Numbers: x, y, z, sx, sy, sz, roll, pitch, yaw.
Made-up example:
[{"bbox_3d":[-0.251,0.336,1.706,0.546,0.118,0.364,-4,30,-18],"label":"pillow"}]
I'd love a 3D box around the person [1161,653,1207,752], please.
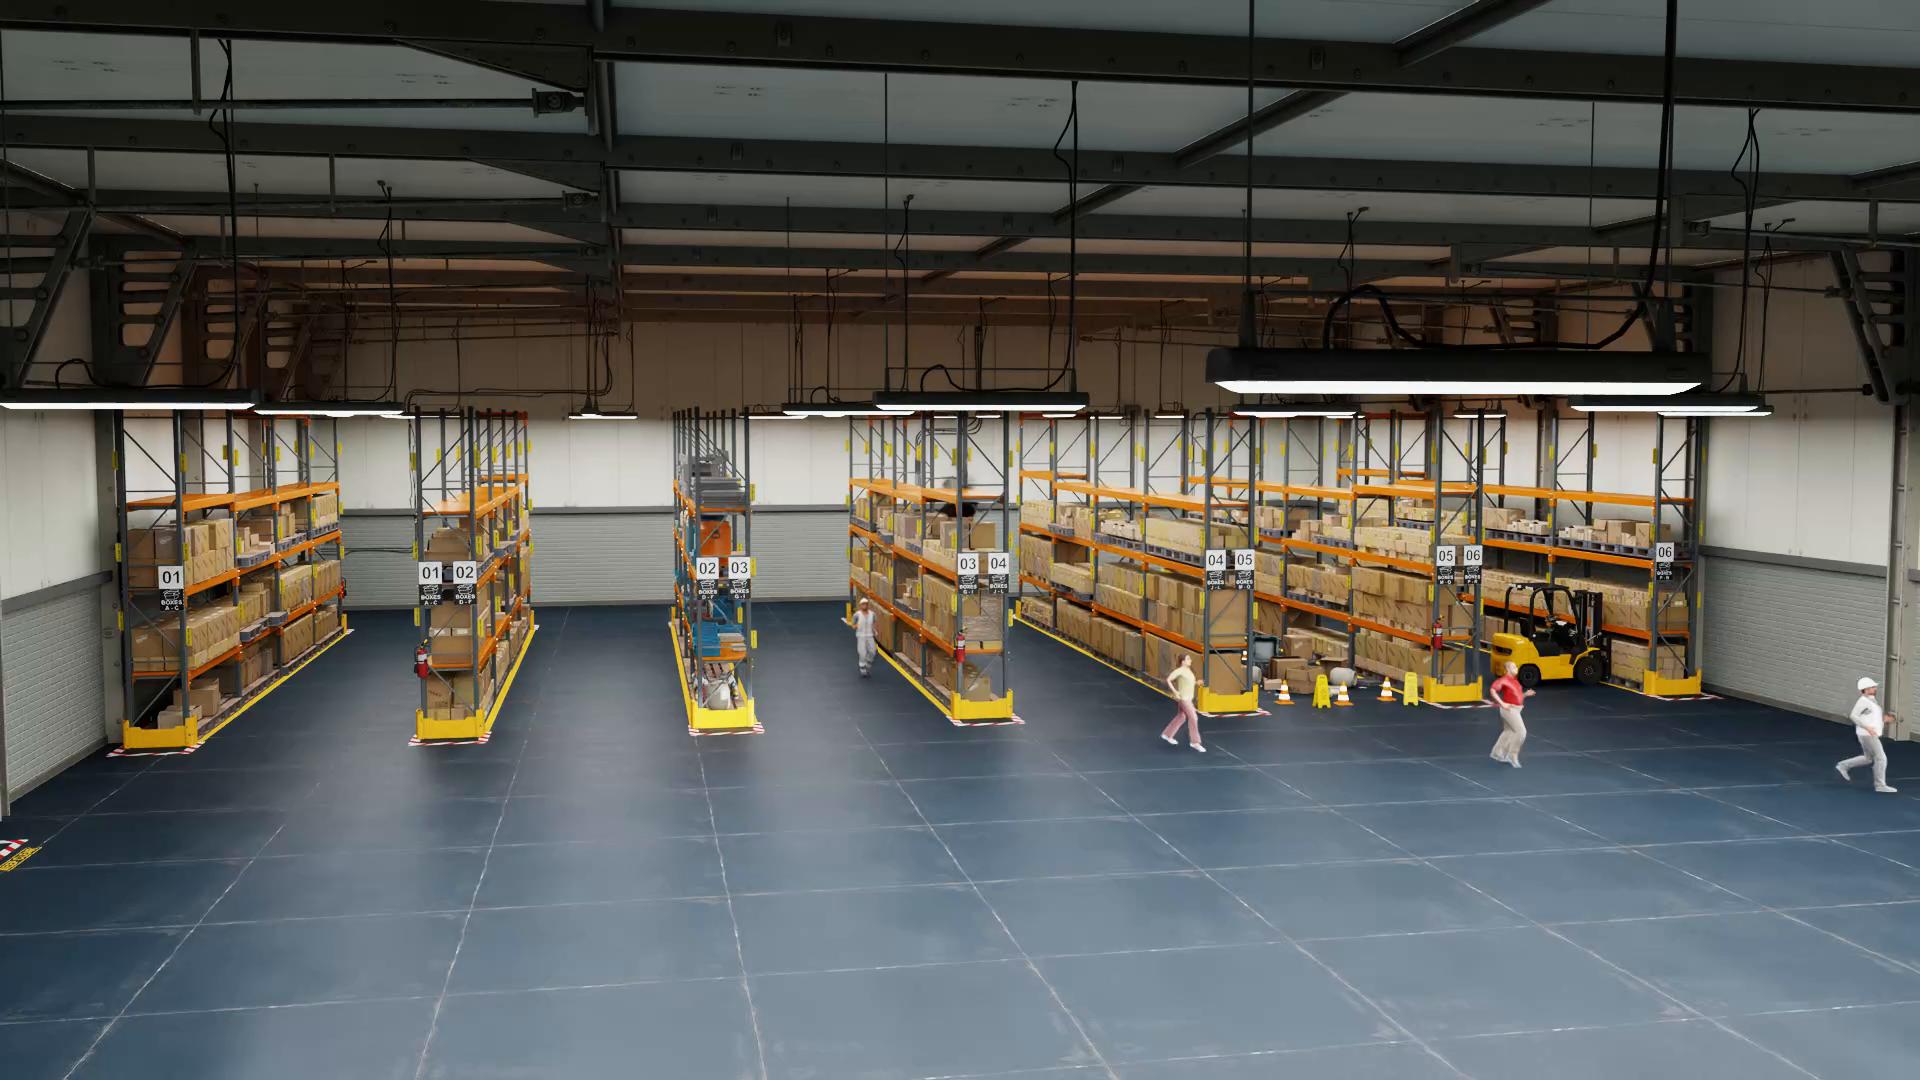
[{"bbox_3d":[3.914,2.809,29.019,0.872,1.703,0.560,2,5,26],"label":"person"}]

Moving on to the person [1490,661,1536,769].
[{"bbox_3d":[9.177,2.911,27.642,0.725,1.790,0.637,3,5,32],"label":"person"}]

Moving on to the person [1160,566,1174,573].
[{"bbox_3d":[6.227,1.212,50.915,0.863,1.759,0.762,1,4,9],"label":"person"}]

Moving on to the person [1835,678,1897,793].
[{"bbox_3d":[14.077,3.012,25.802,0.882,1.747,0.669,3,5,37],"label":"person"}]

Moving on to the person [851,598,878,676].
[{"bbox_3d":[-2.096,2.188,37.209,0.640,1.750,0.604,-1,4,-15],"label":"person"}]
